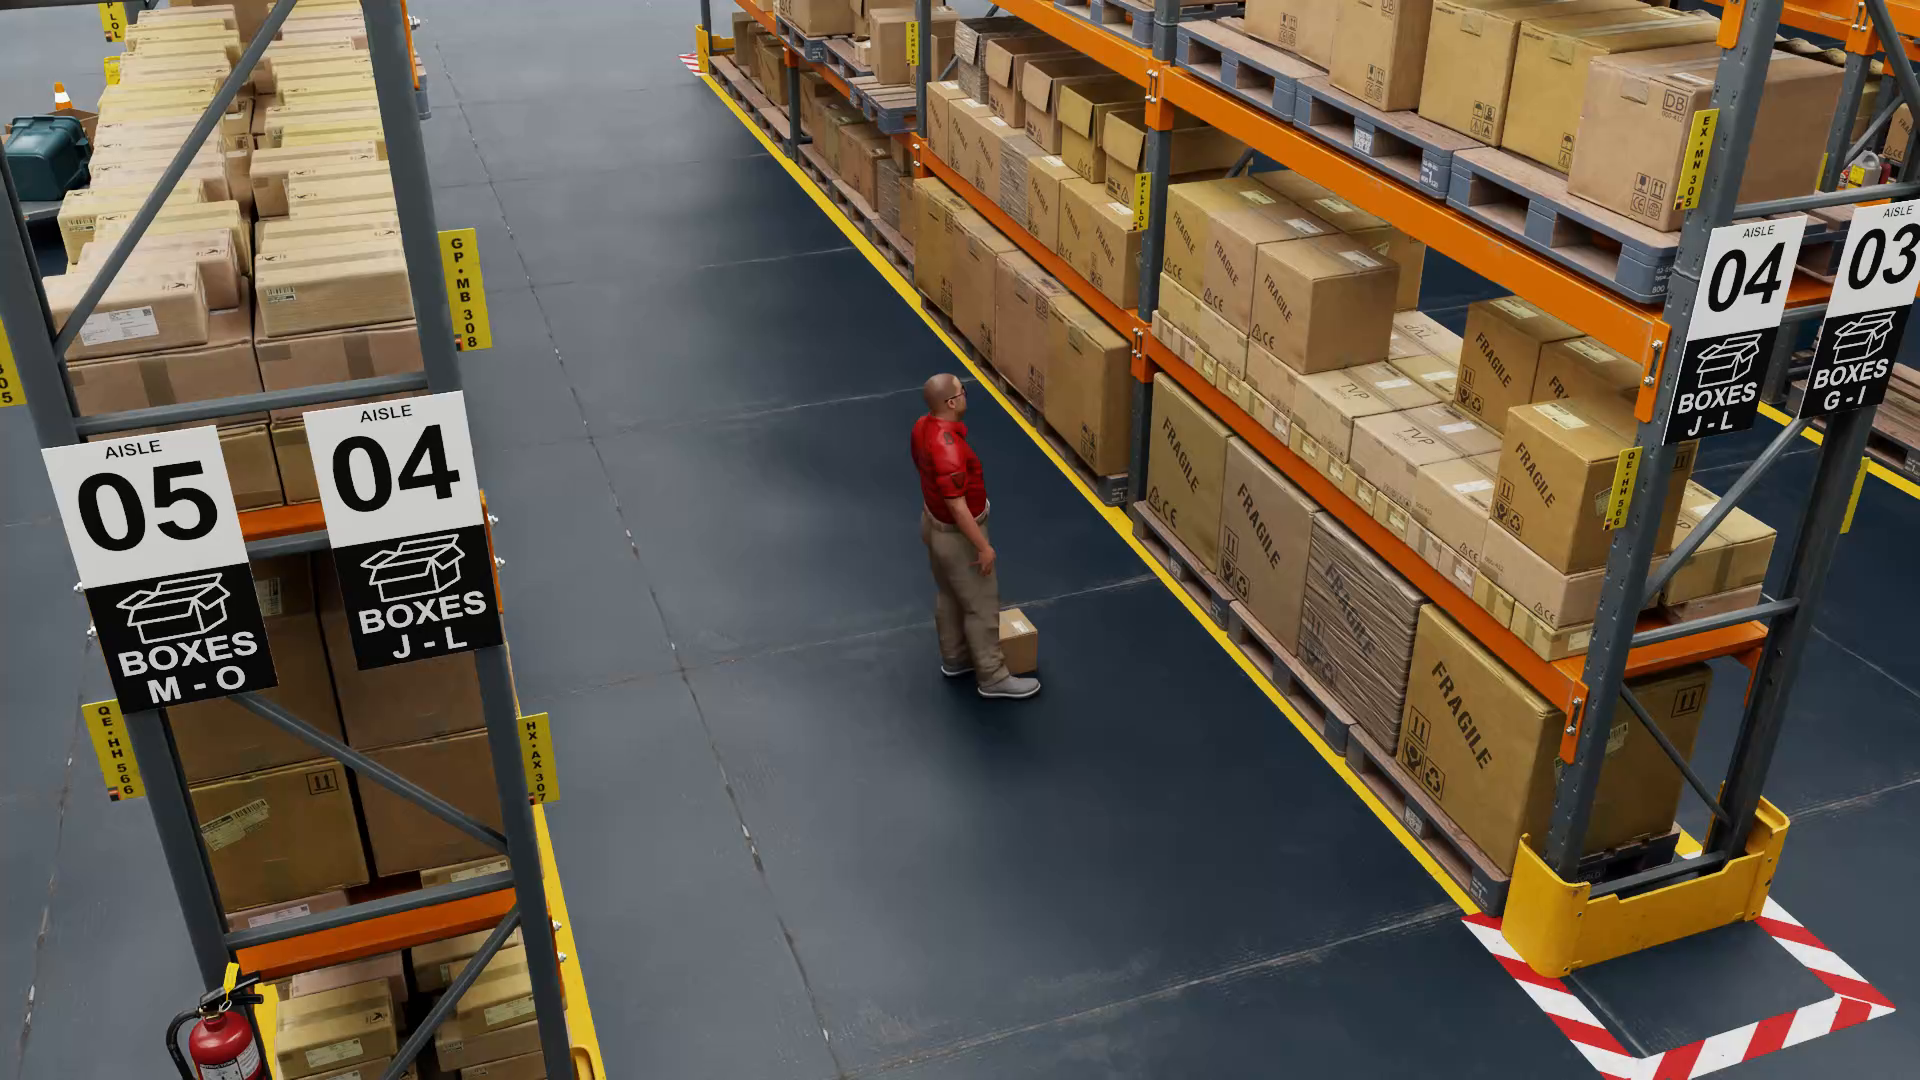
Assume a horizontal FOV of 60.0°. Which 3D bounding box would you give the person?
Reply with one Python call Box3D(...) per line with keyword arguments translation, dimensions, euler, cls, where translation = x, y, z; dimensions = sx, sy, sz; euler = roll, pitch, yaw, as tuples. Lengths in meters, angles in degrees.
Box3D(translation=(0.070, -0.045, 8.422), dimensions=(0.550, 1.728, 0.642), euler=(-10, 31, -18), cls="person")
